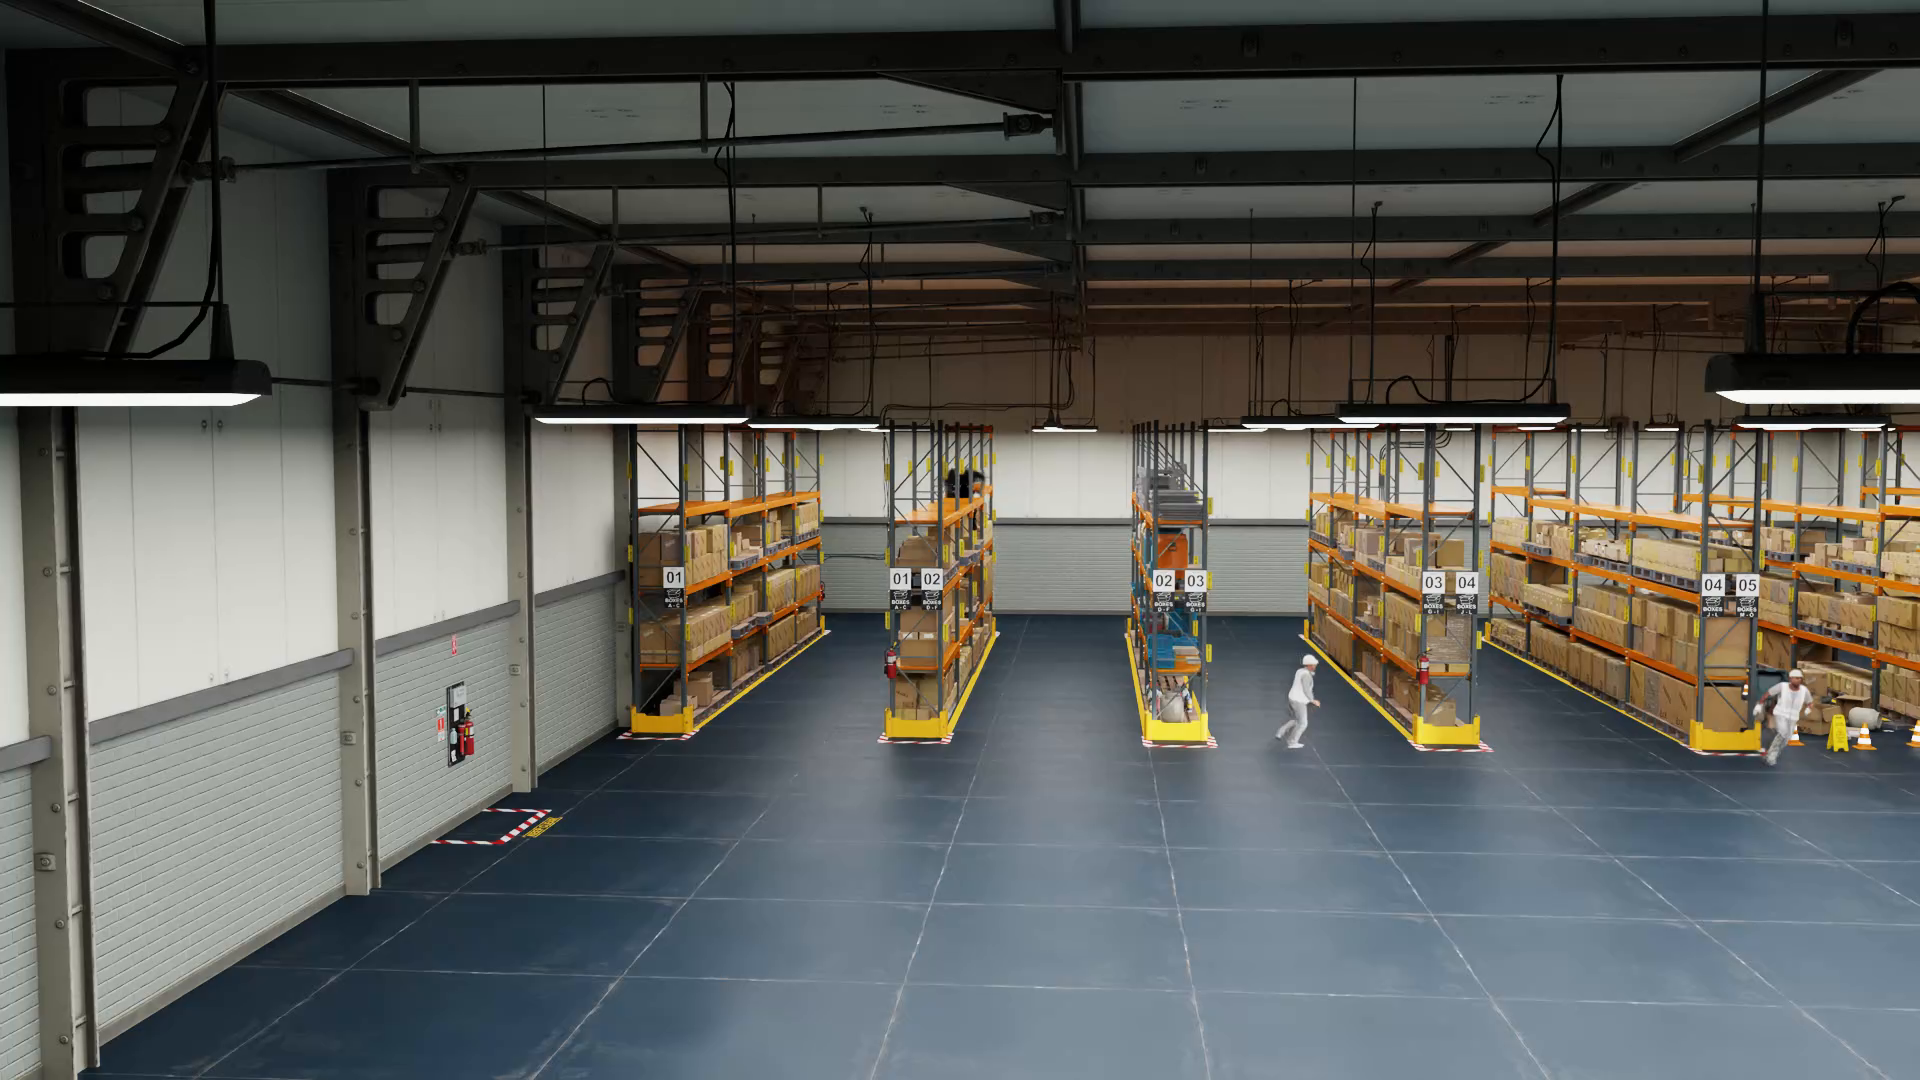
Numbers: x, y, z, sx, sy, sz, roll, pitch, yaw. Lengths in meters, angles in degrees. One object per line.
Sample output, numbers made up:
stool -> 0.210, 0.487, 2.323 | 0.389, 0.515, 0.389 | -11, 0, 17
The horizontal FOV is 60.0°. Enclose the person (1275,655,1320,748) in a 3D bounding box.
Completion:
person -> 6.166, 2.949, 30.396 | 0.757, 1.705, 0.632 | 0, 4, -3

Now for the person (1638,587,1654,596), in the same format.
person -> 19.713, 1.819, 47.675 | 0.855, 1.804, 0.694 | -1, 4, -9

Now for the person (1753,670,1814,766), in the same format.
person -> 14.289, 3.072, 28.716 | 0.861, 1.686, 0.727 | 0, 4, -4
